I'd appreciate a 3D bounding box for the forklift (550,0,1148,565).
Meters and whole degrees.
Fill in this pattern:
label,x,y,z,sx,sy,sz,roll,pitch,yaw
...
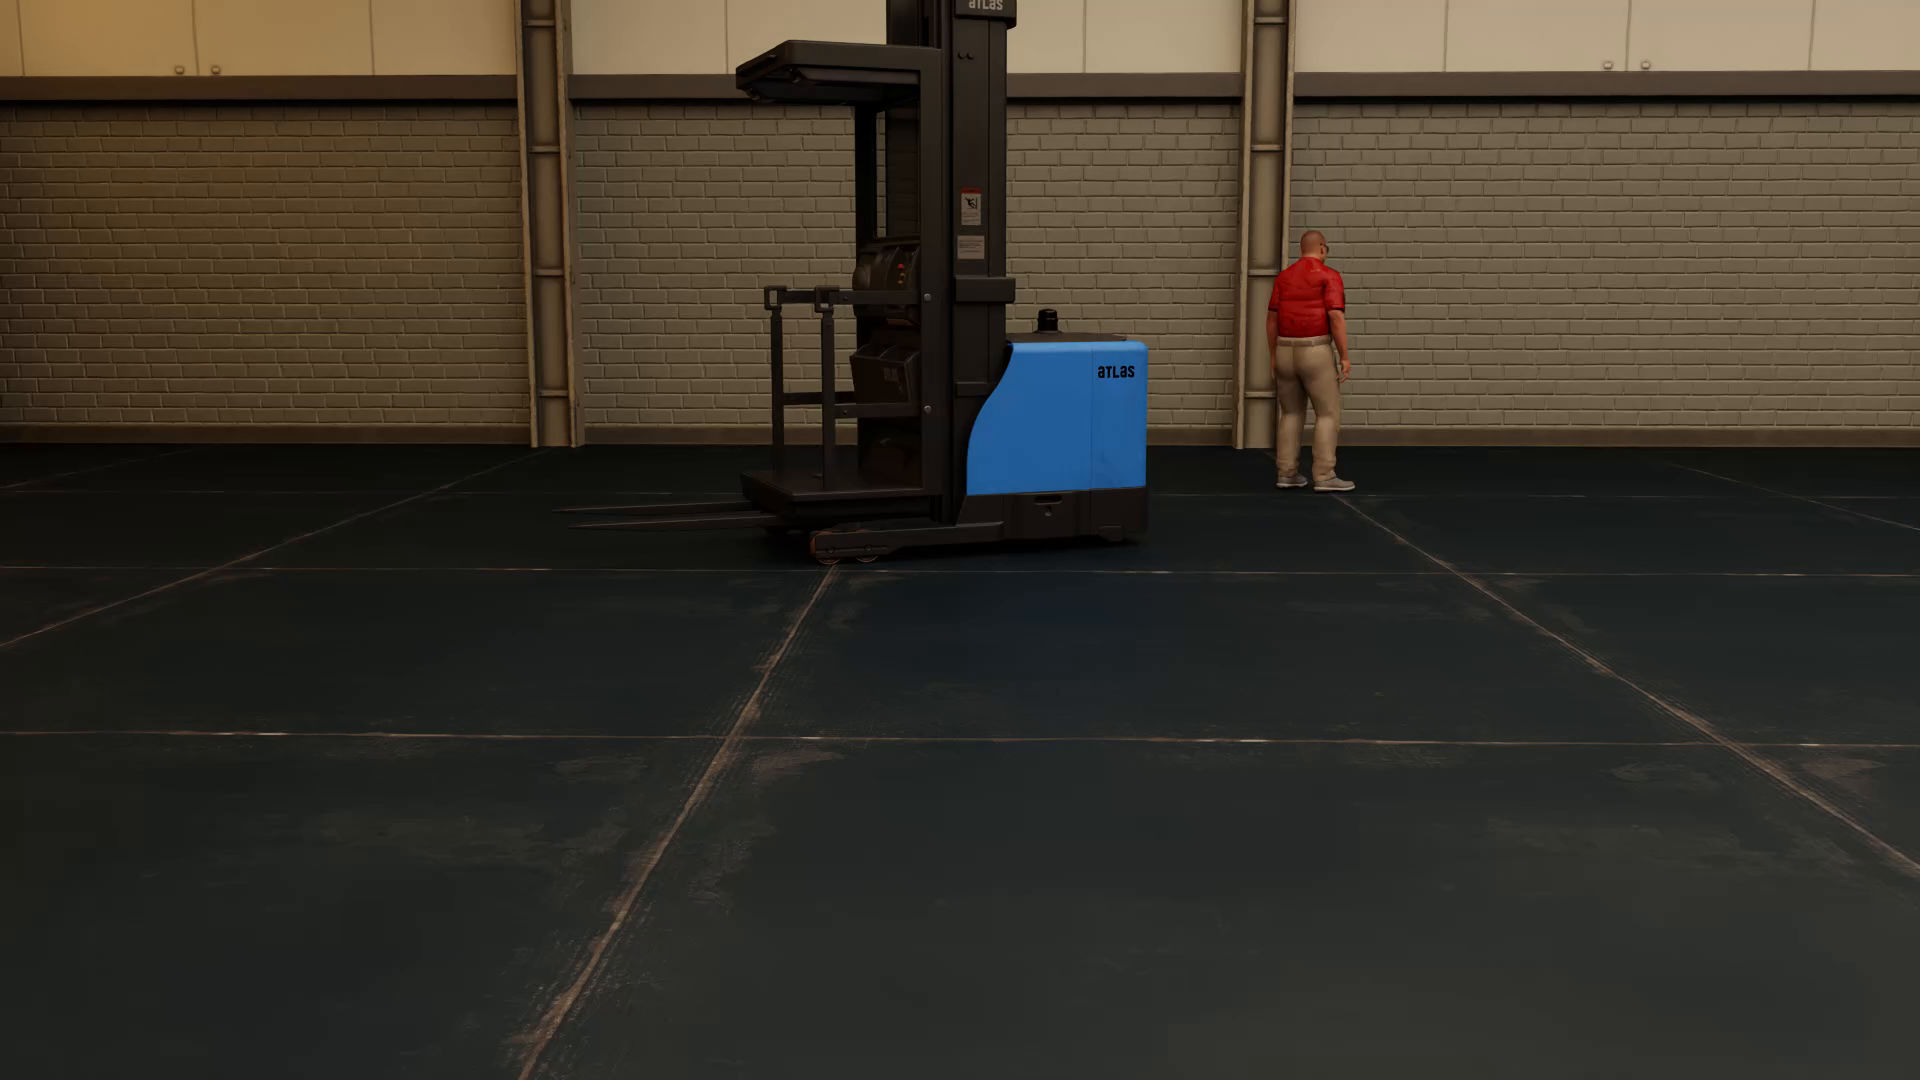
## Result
label,x,y,z,sx,sy,sz,roll,pitch,yaw
forklift,-0.569,-1.416,8.568,3.031,2.935,1.130,-3,9,-20

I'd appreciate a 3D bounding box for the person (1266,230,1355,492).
label,x,y,z,sx,sy,sz,roll,pitch,yaw
person,2.337,-1.200,11.133,0.607,1.727,0.394,8,12,44
